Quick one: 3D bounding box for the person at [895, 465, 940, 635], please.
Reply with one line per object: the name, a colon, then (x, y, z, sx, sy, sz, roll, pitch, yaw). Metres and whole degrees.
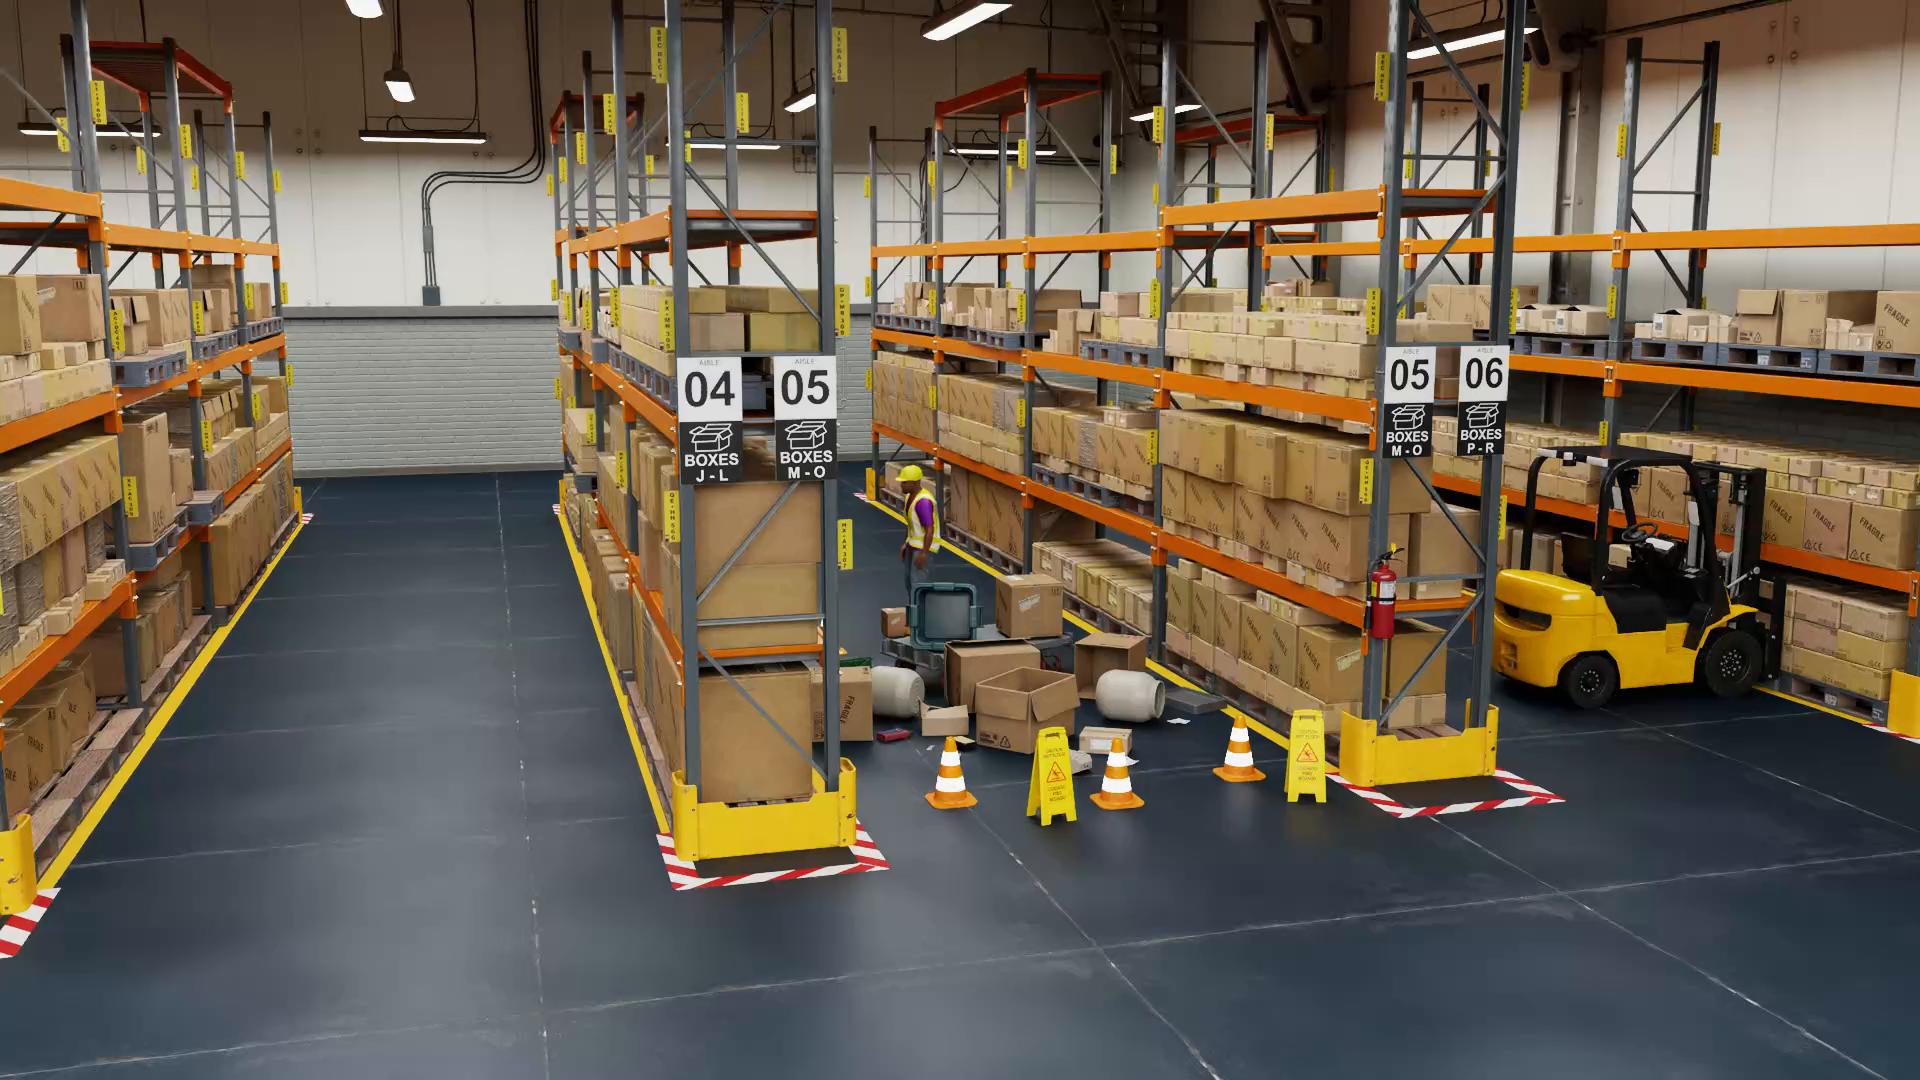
person: (-0.449, 0.098, 17.208, 0.455, 1.761, 0.637, -3, 10, -18)
